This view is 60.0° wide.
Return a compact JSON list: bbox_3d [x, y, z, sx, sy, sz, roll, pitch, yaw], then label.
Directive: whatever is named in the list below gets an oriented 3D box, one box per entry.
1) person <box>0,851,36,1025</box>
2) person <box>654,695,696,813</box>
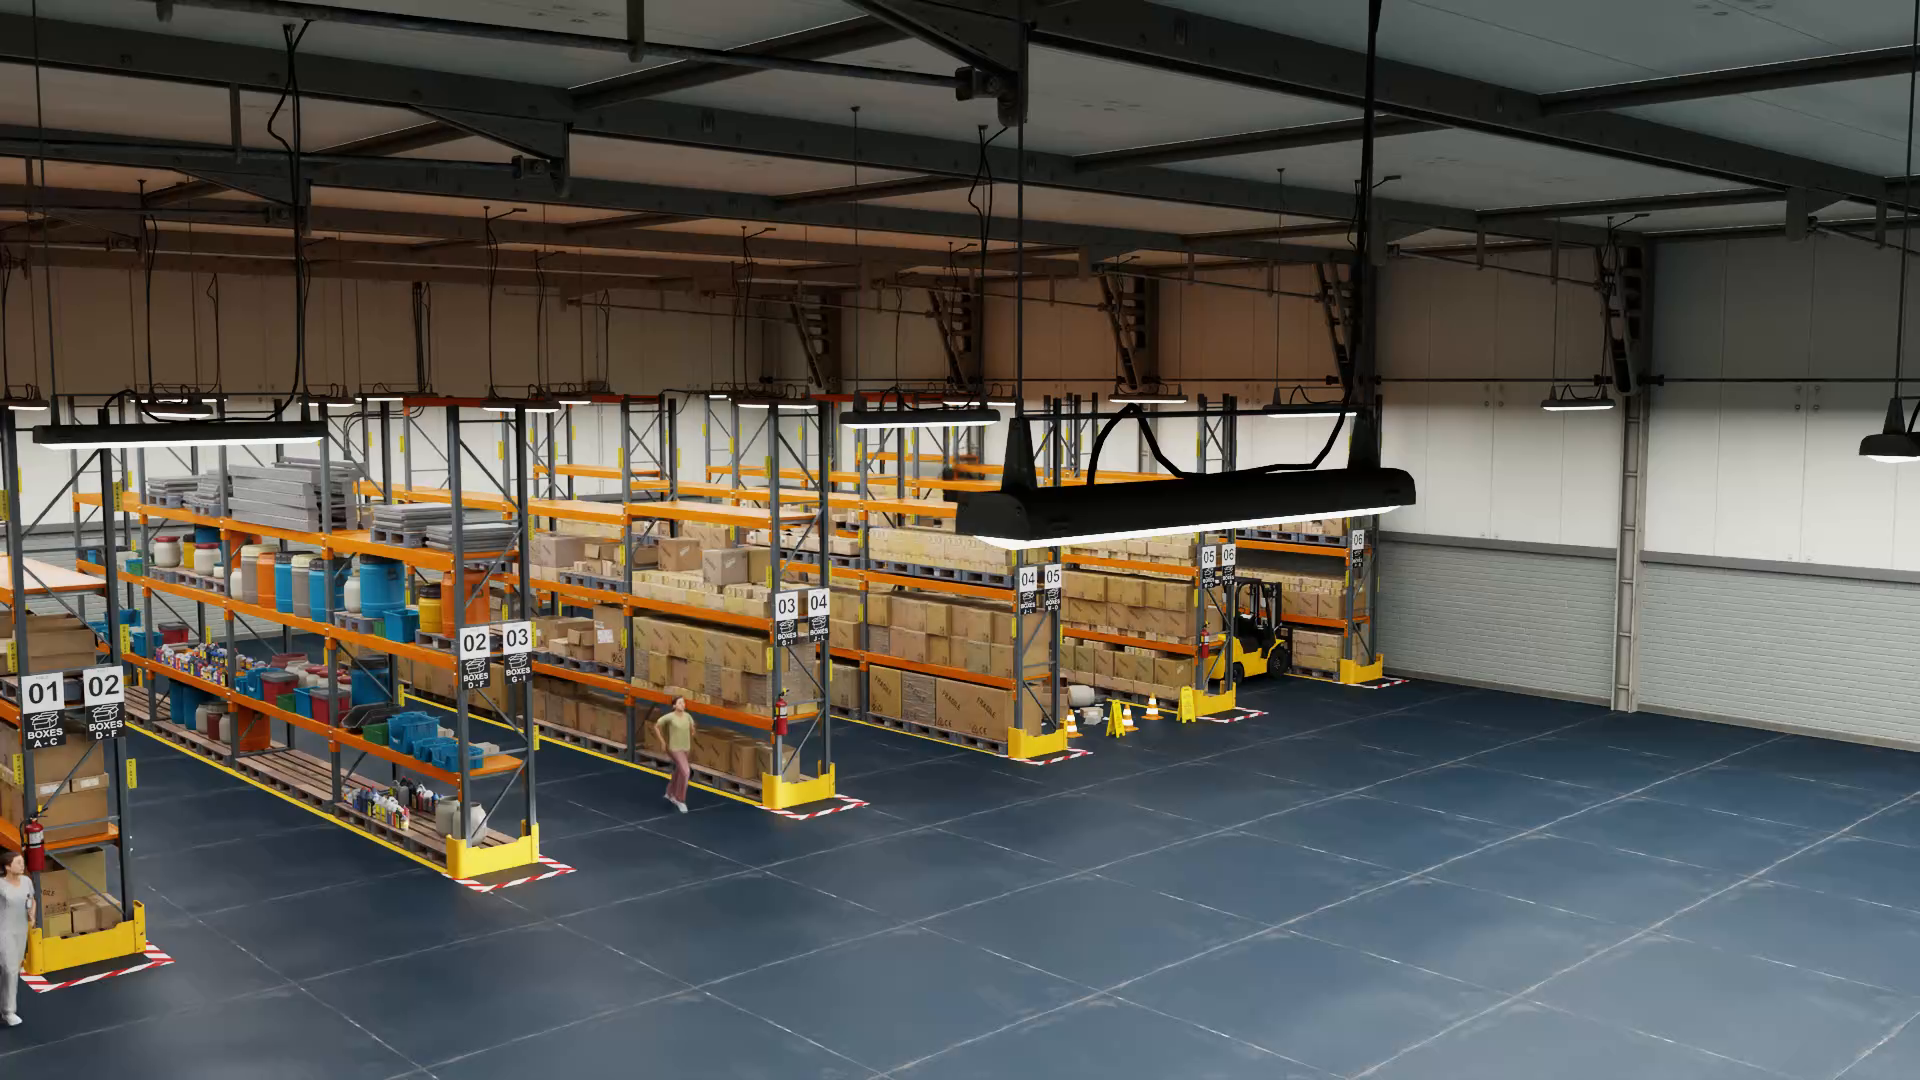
[{"bbox_3d":[-9.503,3.926,16.617,0.820,1.616,0.606,3,6,26],"label":"person"},{"bbox_3d":[-4.141,3.132,24.509,0.704,1.720,0.543,4,7,38],"label":"person"}]
